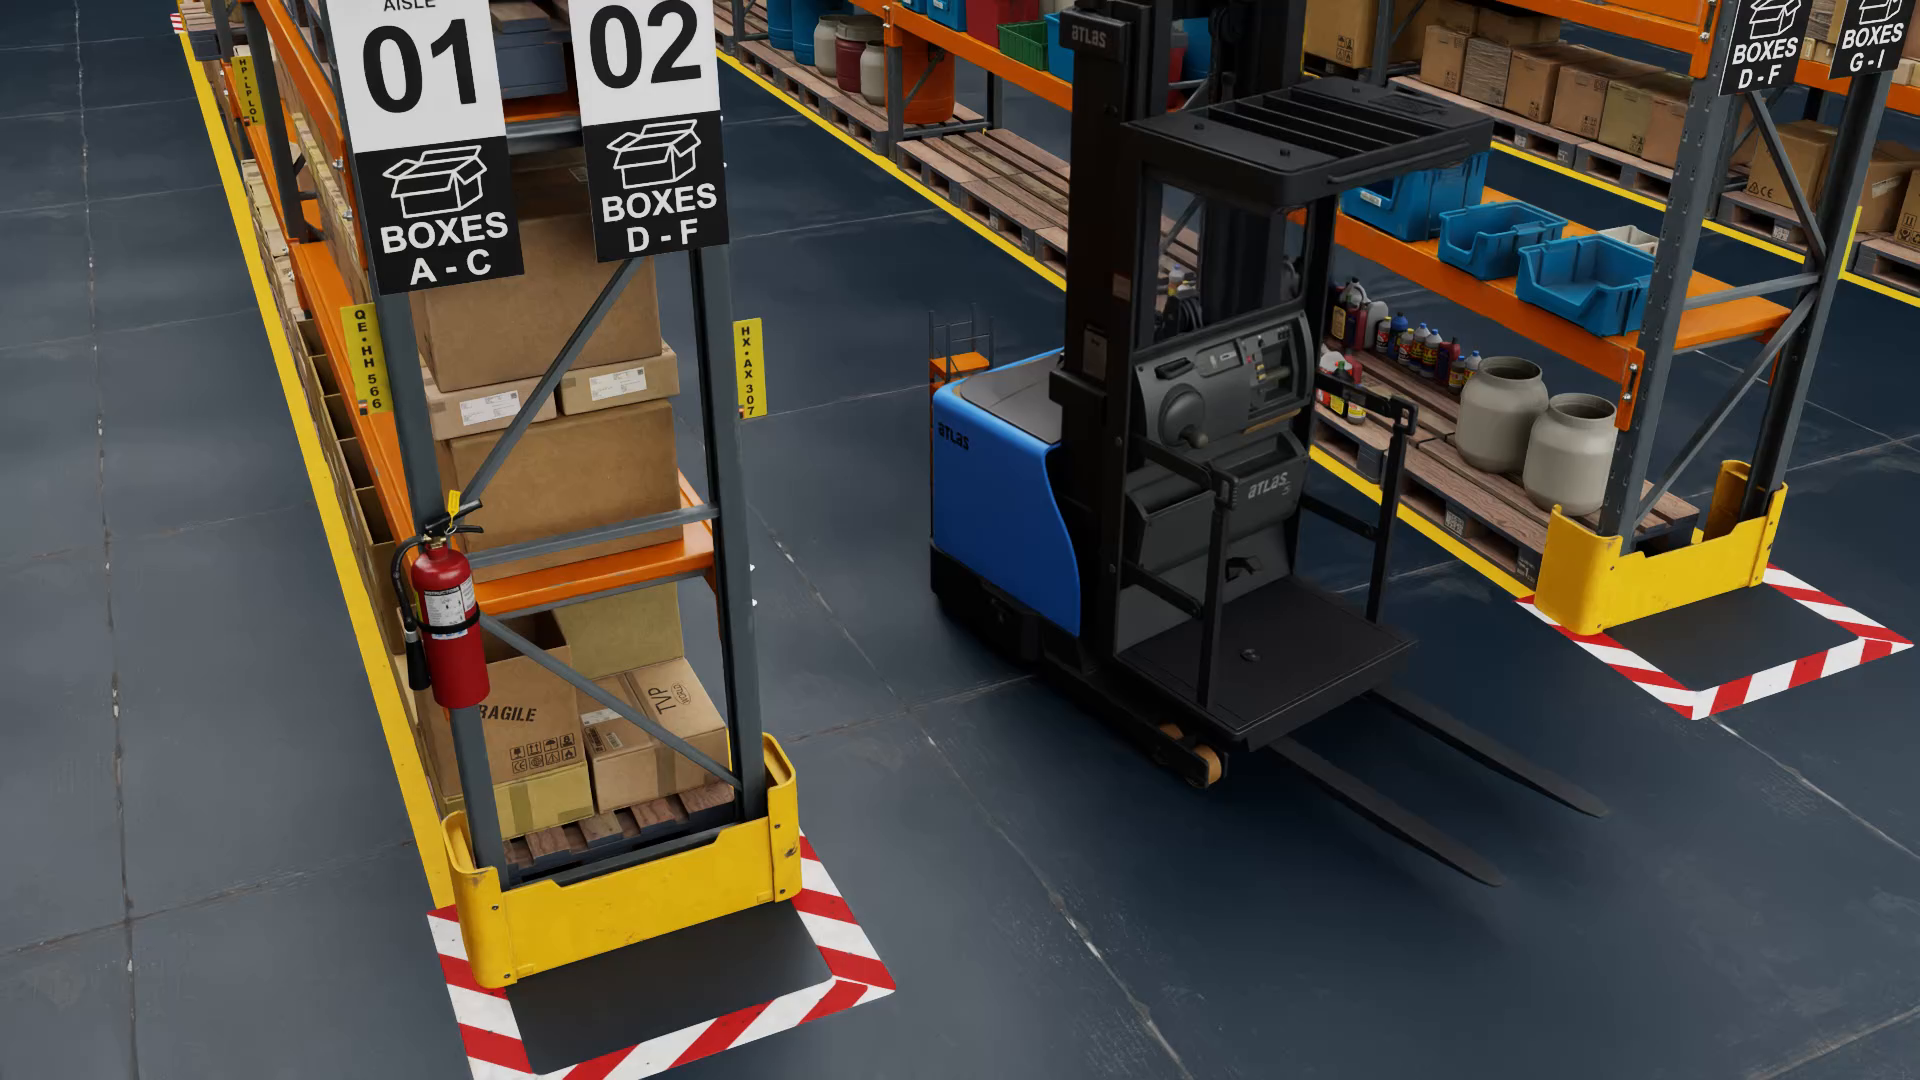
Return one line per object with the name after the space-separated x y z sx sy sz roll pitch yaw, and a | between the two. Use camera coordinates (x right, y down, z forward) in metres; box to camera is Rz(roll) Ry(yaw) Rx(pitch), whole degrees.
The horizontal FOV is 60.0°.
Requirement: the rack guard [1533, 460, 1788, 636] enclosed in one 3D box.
3.240 0.025 7.695 1.175 0.500 0.348 -13 32 -22 | rack guard

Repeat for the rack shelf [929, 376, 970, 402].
0.006 -0.688 7.850 0.258 0.103 0.180 -13 32 -22 | rack shelf

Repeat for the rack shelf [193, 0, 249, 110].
-5.453 -4.107 13.243 1.077 0.370 4.000 -13 32 -22 | rack shelf

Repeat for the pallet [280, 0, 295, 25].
-1.968 -2.131 6.007 1.003 0.211 1.213 -13 32 -22 | pallet

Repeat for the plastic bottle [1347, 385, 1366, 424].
2.131 -0.733 8.901 0.097 0.201 0.097 0 29 0 | plastic bottle

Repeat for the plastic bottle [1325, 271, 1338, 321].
2.217 -1.537 10.182 0.144 0.351 0.185 -15 32 -24 | plastic bottle

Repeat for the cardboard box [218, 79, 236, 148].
-5.661 -3.462 13.463 0.500 0.500 0.500 -14 32 -24 | cardboard box

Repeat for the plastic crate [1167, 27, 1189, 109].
1.114 -2.986 10.444 0.402 0.464 0.583 -13 32 -22 | plastic crate

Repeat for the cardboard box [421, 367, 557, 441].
-1.496 -0.459 5.236 0.380 0.149 0.250 -14 32 -23 | cardboard box

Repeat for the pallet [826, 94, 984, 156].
-0.495 -3.699 14.631 1.003 0.211 1.213 -13 32 -22 | pallet

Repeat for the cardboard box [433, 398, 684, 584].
-1.349 -0.256 5.538 0.700 0.500 0.500 -13 32 -22 | cardboard box

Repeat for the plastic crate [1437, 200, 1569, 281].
2.557 -1.423 7.874 0.499 0.251 0.408 -13 32 -22 | plastic crate

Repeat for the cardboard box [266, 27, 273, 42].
-4.478 -3.329 11.211 0.500 0.311 0.500 -11 31 -19 | cardboard box

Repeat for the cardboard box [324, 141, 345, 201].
-2.248 -1.741 6.859 0.700 0.500 0.500 -13 32 -22 | cardboard box

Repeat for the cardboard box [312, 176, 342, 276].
-2.681 -1.619 7.969 0.700 0.500 0.500 -14 32 -23 | cardboard box

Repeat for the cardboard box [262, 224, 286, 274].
-3.963 -1.790 10.184 0.500 0.311 0.500 -13 32 -23 | cardboard box

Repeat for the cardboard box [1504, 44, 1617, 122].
5.159 -3.934 14.305 0.700 0.500 0.500 -10 31 -18 | cardboard box

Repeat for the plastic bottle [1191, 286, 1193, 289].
1.426 -1.458 10.194 0.097 0.201 0.097 0 29 0 | plastic bottle

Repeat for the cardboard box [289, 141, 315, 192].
-3.420 -2.062 8.997 0.396 0.266 0.258 -14 32 -23 | cardboard box

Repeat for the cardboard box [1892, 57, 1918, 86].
6.306 -3.136 11.032 0.380 0.149 0.250 -13 32 -22 | cardboard box

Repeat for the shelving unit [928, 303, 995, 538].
0.006 -0.517 7.945 0.258 1.200 0.189 -13 32 -22 | shelving unit

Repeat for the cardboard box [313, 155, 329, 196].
-2.603 -1.598 7.267 0.380 0.149 0.250 -13 32 -22 | cardboard box

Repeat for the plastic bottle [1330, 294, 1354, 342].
2.274 -1.332 9.886 0.061 0.283 0.133 -13 32 -22 | plastic bottle

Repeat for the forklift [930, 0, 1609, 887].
1.165 -0.583 6.293 1.130 2.935 3.031 -21 35 -32 | forklift

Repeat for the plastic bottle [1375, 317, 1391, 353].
2.498 -1.210 9.752 0.097 0.201 0.097 0 29 0 | plastic bottle

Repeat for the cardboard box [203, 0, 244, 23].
-4.966 -4.019 11.818 0.700 0.500 0.500 -26 38 -38 | cardboard box

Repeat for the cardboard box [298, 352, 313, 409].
-3.317 -0.877 9.129 0.500 0.250 0.500 -13 32 -22 | cardboard box

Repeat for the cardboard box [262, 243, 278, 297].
-4.190 -1.778 10.736 0.500 0.250 0.500 -14 32 -23 | cardboard box

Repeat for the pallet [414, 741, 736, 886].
-1.526 0.884 6.458 1.003 0.211 1.213 -13 32 -22 | pallet

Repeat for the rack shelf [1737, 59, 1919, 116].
6.930 -2.652 10.647 1.077 0.370 4.000 -13 32 -22 | rack shelf

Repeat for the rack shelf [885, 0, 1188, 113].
0.740 -3.379 11.944 1.077 0.370 4.000 -13 32 -22 | rack shelf

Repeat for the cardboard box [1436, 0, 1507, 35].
4.669 -4.755 15.002 0.500 0.250 0.500 -12 31 -20 | cardboard box

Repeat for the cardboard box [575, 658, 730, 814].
-1.189 0.729 6.265 0.500 0.250 0.500 -13 32 -22 | cardboard box

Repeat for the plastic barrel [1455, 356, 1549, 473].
2.749 -0.636 8.432 0.421 0.512 0.421 0 29 0 | plastic barrel

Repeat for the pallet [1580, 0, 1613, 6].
5.241 -4.666 13.701 1.003 0.211 1.213 -13 32 -22 | pallet

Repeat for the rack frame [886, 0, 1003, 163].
-0.119 -4.576 13.343 1.000 3.000 0.127 -13 32 -22 | rack frame

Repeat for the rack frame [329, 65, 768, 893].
-1.160 -0.004 5.190 1.000 3.000 0.127 -13 32 -22 | rack frame

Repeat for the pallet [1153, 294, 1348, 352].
1.849 -1.287 10.330 1.003 0.211 1.213 -13 32 -22 | pallet

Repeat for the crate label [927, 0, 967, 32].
0.063 -4.096 12.451 0.502 0.435 0.616 -13 32 -22 | crate label

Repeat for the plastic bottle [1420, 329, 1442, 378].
2.671 -1.062 9.416 0.097 0.271 0.097 0 29 0 | plastic bottle

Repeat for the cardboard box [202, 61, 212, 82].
-6.812 -4.598 15.489 0.500 0.500 0.500 -13 32 -22 | cardboard box

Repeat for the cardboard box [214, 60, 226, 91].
-5.679 -3.805 13.308 0.500 0.250 0.500 -14 32 -23 | cardboard box

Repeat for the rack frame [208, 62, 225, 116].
-6.312 -5.304 14.643 1.000 3.000 0.127 -13 32 -22 | rack frame

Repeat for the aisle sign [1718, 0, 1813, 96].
3.078 -2.082 6.238 0.394 0.787 0.004 -13 32 -22 | aisle sign

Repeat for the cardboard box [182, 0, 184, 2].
-8.159 -5.763 17.925 0.380 0.149 0.250 -13 32 -22 | cardboard box

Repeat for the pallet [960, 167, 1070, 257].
0.698 -2.471 12.441 1.003 0.211 1.213 -13 32 -22 | pallet

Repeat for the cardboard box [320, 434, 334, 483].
-2.952 -0.486 8.432 0.500 0.250 0.500 -13 32 -22 | cardboard box

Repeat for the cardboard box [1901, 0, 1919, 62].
6.697 -3.383 10.809 0.875 0.500 0.500 -13 32 -22 | cardboard box

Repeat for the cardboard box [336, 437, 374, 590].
-2.315 -0.149 7.064 0.500 0.500 0.500 -13 32 -22 | cardboard box

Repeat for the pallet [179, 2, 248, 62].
-4.949 -3.738 12.046 1.213 0.211 1.003 -13 32 -22 | pallet

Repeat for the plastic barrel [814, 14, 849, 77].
-1.152 -4.616 15.529 0.421 0.512 0.421 0 29 0 | plastic barrel

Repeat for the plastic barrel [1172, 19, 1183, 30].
1.386 -3.337 10.995 0.433 0.535 0.433 0 29 0 | plastic barrel

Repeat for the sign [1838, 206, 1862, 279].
3.814 -1.276 7.176 0.100 0.325 0.005 -13 32 -22 | sign

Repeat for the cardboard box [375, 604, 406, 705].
-2.099 0.399 6.854 0.500 0.250 0.500 -13 32 -22 | cardboard box

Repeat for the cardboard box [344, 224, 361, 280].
-2.164 -1.144 6.457 0.380 0.149 0.250 -14 32 -23 | cardboard box

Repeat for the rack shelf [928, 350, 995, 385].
0.006 -0.792 7.791 0.258 0.103 0.180 -13 32 -22 | rack shelf
